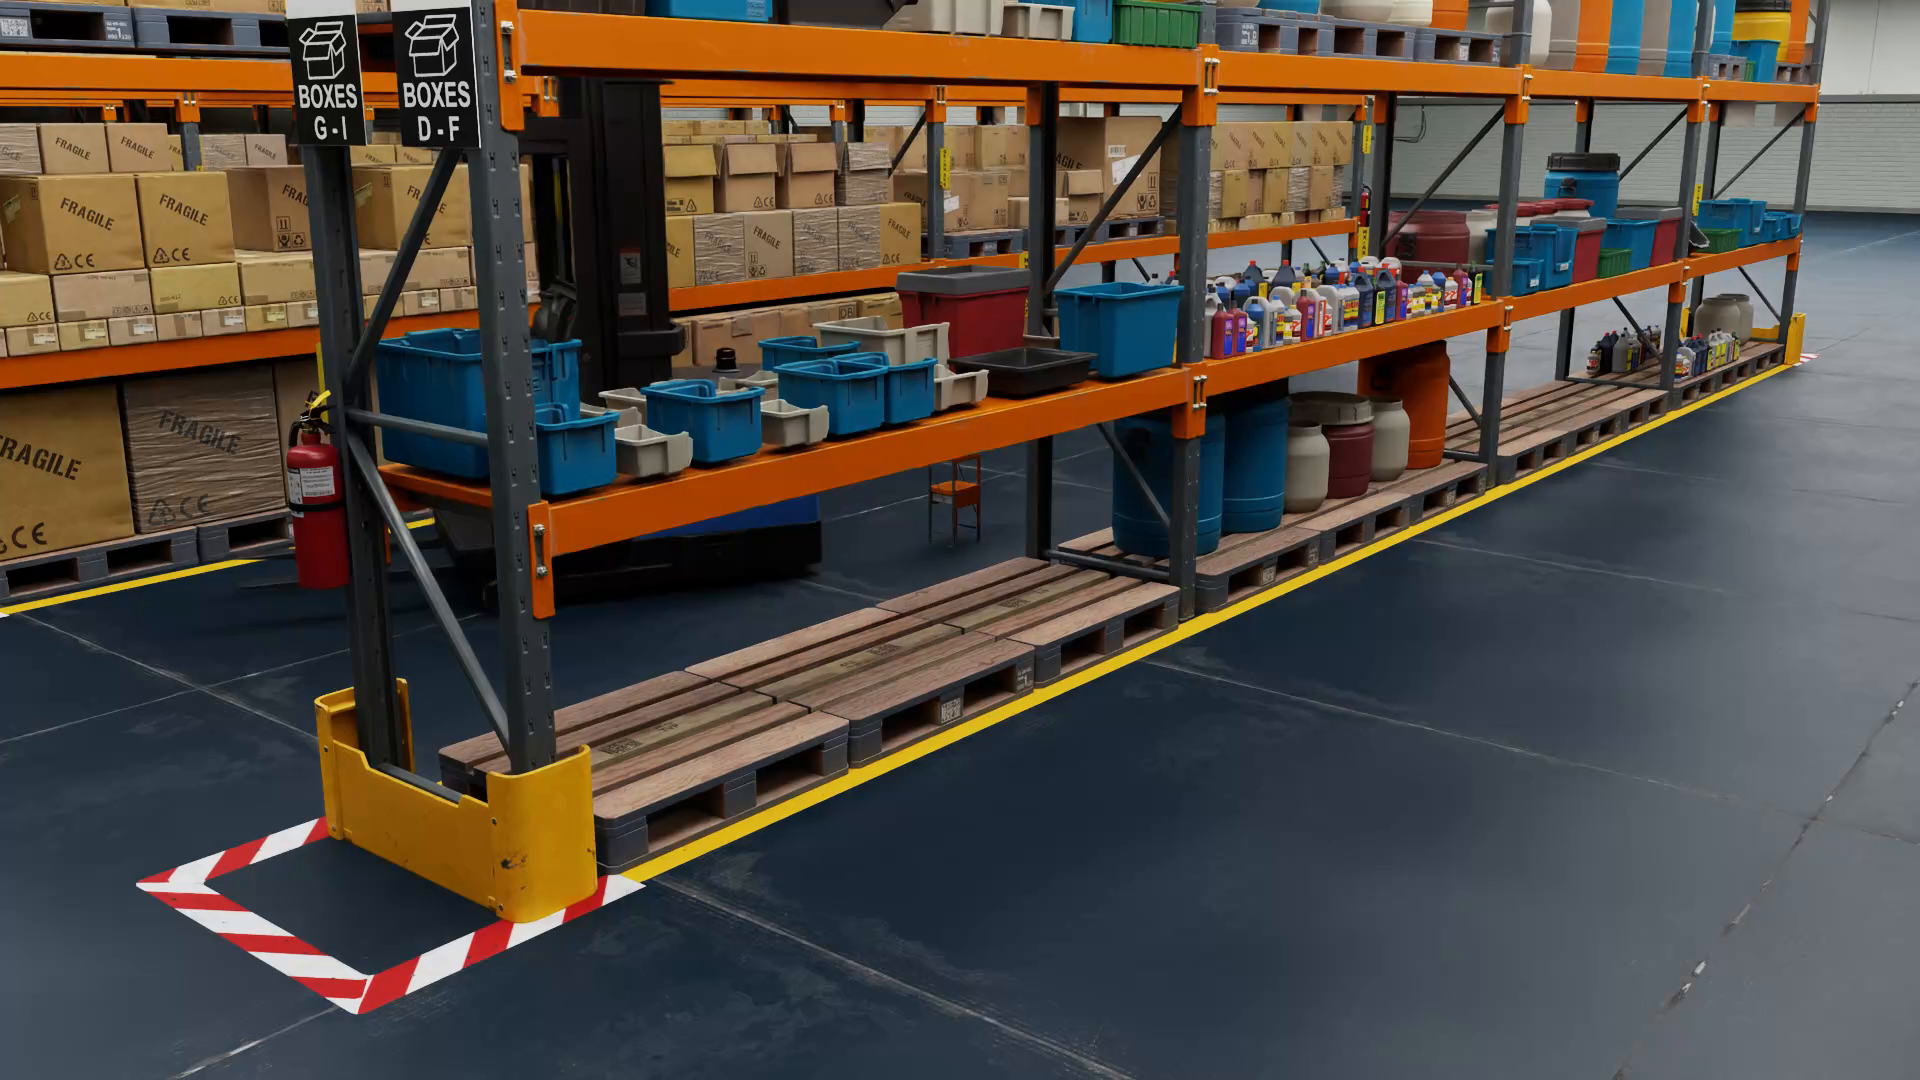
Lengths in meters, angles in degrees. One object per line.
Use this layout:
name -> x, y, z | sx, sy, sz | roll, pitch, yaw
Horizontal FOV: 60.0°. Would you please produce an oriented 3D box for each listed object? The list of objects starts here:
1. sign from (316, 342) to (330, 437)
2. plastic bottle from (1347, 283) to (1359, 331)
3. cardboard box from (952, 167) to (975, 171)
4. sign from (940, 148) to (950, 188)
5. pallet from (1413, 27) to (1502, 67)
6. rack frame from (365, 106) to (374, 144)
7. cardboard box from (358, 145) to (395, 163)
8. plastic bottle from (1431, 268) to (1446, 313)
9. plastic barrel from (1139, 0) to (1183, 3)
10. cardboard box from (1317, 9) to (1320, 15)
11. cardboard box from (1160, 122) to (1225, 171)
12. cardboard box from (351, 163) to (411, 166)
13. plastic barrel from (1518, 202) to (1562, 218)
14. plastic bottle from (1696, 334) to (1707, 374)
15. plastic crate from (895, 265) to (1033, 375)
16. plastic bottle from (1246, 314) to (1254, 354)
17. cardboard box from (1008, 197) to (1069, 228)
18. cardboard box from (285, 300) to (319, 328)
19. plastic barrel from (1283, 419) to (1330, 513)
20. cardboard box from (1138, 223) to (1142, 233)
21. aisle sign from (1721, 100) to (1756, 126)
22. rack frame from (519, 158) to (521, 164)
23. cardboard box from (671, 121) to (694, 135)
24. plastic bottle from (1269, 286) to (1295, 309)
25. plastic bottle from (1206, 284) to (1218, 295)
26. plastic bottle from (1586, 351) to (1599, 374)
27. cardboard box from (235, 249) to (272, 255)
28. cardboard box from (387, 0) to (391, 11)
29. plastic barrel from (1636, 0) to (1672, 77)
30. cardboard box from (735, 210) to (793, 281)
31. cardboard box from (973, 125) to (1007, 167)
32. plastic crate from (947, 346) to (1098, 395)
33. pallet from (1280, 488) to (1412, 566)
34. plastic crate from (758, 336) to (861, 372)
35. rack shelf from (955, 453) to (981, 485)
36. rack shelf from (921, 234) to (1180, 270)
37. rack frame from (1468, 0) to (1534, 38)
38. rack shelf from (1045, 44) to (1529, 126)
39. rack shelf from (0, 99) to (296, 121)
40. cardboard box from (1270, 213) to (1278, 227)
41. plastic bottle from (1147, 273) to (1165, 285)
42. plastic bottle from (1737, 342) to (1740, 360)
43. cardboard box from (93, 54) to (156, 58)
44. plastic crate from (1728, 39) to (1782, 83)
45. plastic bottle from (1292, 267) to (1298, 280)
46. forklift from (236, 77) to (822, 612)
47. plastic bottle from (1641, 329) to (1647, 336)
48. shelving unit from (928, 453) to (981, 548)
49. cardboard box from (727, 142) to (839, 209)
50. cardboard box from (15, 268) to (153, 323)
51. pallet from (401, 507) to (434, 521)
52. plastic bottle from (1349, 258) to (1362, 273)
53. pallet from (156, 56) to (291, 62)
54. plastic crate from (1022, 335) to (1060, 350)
sign -> -2.174, -0.514, 5.723 | 0.100, 0.325, 0.005 | 11, 18, 38
plastic bottle -> 2.249, -1.345, 9.586 | 0.097, 0.271, 0.097 | 0, 14, 0
cardboard box -> -0.303, -4.769, 22.498 | 0.875, 0.550, 0.550 | 11, 18, 38
sign -> -0.126, -3.128, 13.990 | 0.100, 0.325, 0.005 | 11, 18, 38
pallet -> 2.735, -3.116, 10.588 | 1.003, 0.211, 1.213 | 11, 18, 38
rack frame -> -9.617, -5.719, 26.542 | 1.000, 3.000, 0.127 | 11, 18, 38
cardboard box -> -7.483, -4.733, 21.000 | 0.500, 0.500, 0.500 | 12, 19, 40
plastic bottle -> 3.016, -1.579, 10.506 | 0.097, 0.271, 0.097 | 0, 14, 0
plastic barrel -> 1.194, -3.074, 8.803 | 0.600, 0.588, 0.600 | 0, 14, 0
cardboard box -> 3.691, -5.736, 18.697 | 0.500, 0.500, 0.500 | 11, 18, 38
cardboard box -> 2.434, -4.142, 17.496 | 0.500, 0.500, 0.500 | 11, 18, 38
cardboard box -> -3.890, -2.175, 10.771 | 0.500, 0.500, 0.500 | 11, 18, 38
plastic barrel -> 4.573, -2.427, 13.309 | 0.433, 0.535, 0.433 | 0, 14, 0
plastic bottle -> 6.755, -1.707, 15.237 | 0.144, 0.351, 0.185 | 10, 18, 35
plastic crate -> 0.022, -1.047, 7.900 | 0.402, 0.464, 0.583 | 11, 18, 38
plastic bottle -> 1.483, -1.077, 8.676 | 0.097, 0.201, 0.097 | 0, 14, 0
cardboard box -> 0.672, -3.068, 15.559 | 0.500, 0.250, 0.500 | 11, 18, 36
cardboard box -> -3.979, -1.360, 9.894 | 0.380, 0.149, 0.250 | 12, 18, 38
plastic barrel -> 2.003, -0.448, 9.995 | 0.421, 0.512, 0.421 | 0, 14, 0
cardboard box -> 1.860, -3.383, 17.856 | 0.380, 0.149, 0.250 | 11, 18, 38
aisle sign -> 8.138, -4.736, 17.395 | 0.394, 0.787, 0.004 | 11, 18, 38
rack frame -> -4.355, -3.438, 17.566 | 1.000, 3.000, 0.127 | 11, 18, 38
cardboard box -> -4.377, -5.979, 24.730 | 0.700, 0.500, 0.500 | 11, 18, 37
plastic bottle -> 1.829, -1.290, 9.359 | 0.152, 0.276, 0.135 | 11, 18, 38
plastic bottle -> 1.430, -1.333, 9.539 | 0.097, 0.271, 0.097 | 0, 14, 0
plastic bottle -> 5.792, -1.626, 15.221 | 0.097, 0.201, 0.097 | 0, 14, 0
cardboard box -> -4.527, -1.620, 10.108 | 0.500, 0.250, 0.500 | 11, 18, 38
cardboard box -> -3.519, -3.481, 10.381 | 0.700, 0.500, 0.500 | 10, 17, 34
plastic barrel -> 5.244, -4.092, 13.027 | 0.600, 0.901, 0.600 | 0, 14, 0
cardboard box -> -1.640, -2.275, 12.785 | 0.500, 0.500, 0.500 | 12, 18, 39
cardboard box -> 0.136, -5.382, 22.719 | 0.875, 0.550, 0.550 | 11, 18, 38
plastic crate -> 0.284, -0.759, 7.455 | 0.437, 0.125, 0.590 | 11, 18, 38
pallet -> 2.062, -0.144, 10.259 | 1.003, 0.211, 1.213 | 11, 18, 38
plastic crate -> -0.644, -0.734, 7.138 | 0.416, 0.233, 0.300 | 11, 18, 38
rack shelf -> -0.034, -0.488, 9.956 | 0.215, 0.259, 0.240 | 11, 18, 38
rack shelf -> 0.697, -2.686, 16.065 | 1.077, 0.370, 4.000 | 11, 18, 38
rack frame -> 3.292, -4.793, 10.713 | 1.000, 3.000, 0.127 | 11, 18, 38
rack shelf -> 2.035, -2.607, 9.663 | 1.077, 0.370, 4.000 | 11, 18, 38
rack shelf -> -9.525, -4.907, 18.717 | 1.077, 0.370, 4.000 | 11, 18, 38
cardboard box -> 3.377, -3.635, 18.849 | 0.380, 0.149, 0.250 | 11, 18, 38
plastic bottle -> 1.101, -1.322, 9.334 | 0.144, 0.351, 0.185 | 11, 18, 38
plastic bottle -> 7.507, -1.855, 16.121 | 0.097, 0.201, 0.097 | 0, 14, 0
cardboard box -> -6.967, -3.918, 13.665 | 0.500, 0.250, 0.500 | 12, 18, 39
plastic crate -> 7.356, -4.451, 15.494 | 0.392, 0.384, 0.575 | 11, 18, 38
plastic bottle -> 2.094, -1.595, 10.570 | 0.097, 0.271, 0.097 | 0, 14, 0
forklift -> -2.341, -1.192, 8.864 | 3.031, 2.935, 1.130 | -6, 15, -23
plastic bottle -> 6.660, -1.924, 16.253 | 0.097, 0.271, 0.097 | 0, 14, 0
shelving unit -> -0.034, -0.499, 9.953 | 0.215, 1.050, 0.252 | 11, 18, 38
cardboard box -> -1.444, -2.924, 13.302 | 0.797, 0.503, 0.637 | 12, 18, 39
cardboard box -> -4.755, -1.342, 9.013 | 0.500, 0.250, 0.500 | 11, 18, 37
pallet -> -3.613, -0.401, 11.271 | 1.003, 0.211, 1.213 | 11, 18, 38
plastic bottle -> 2.675, -1.772, 11.267 | 0.097, 0.271, 0.097 | 0, 14, 0
pallet -> -6.398, -4.137, 14.605 | 1.213, 0.211, 1.003 | 11, 18, 38
plastic crate -> 0.375, -0.953, 8.197 | 0.396, 0.136, 0.243 | 11, 18, 38
